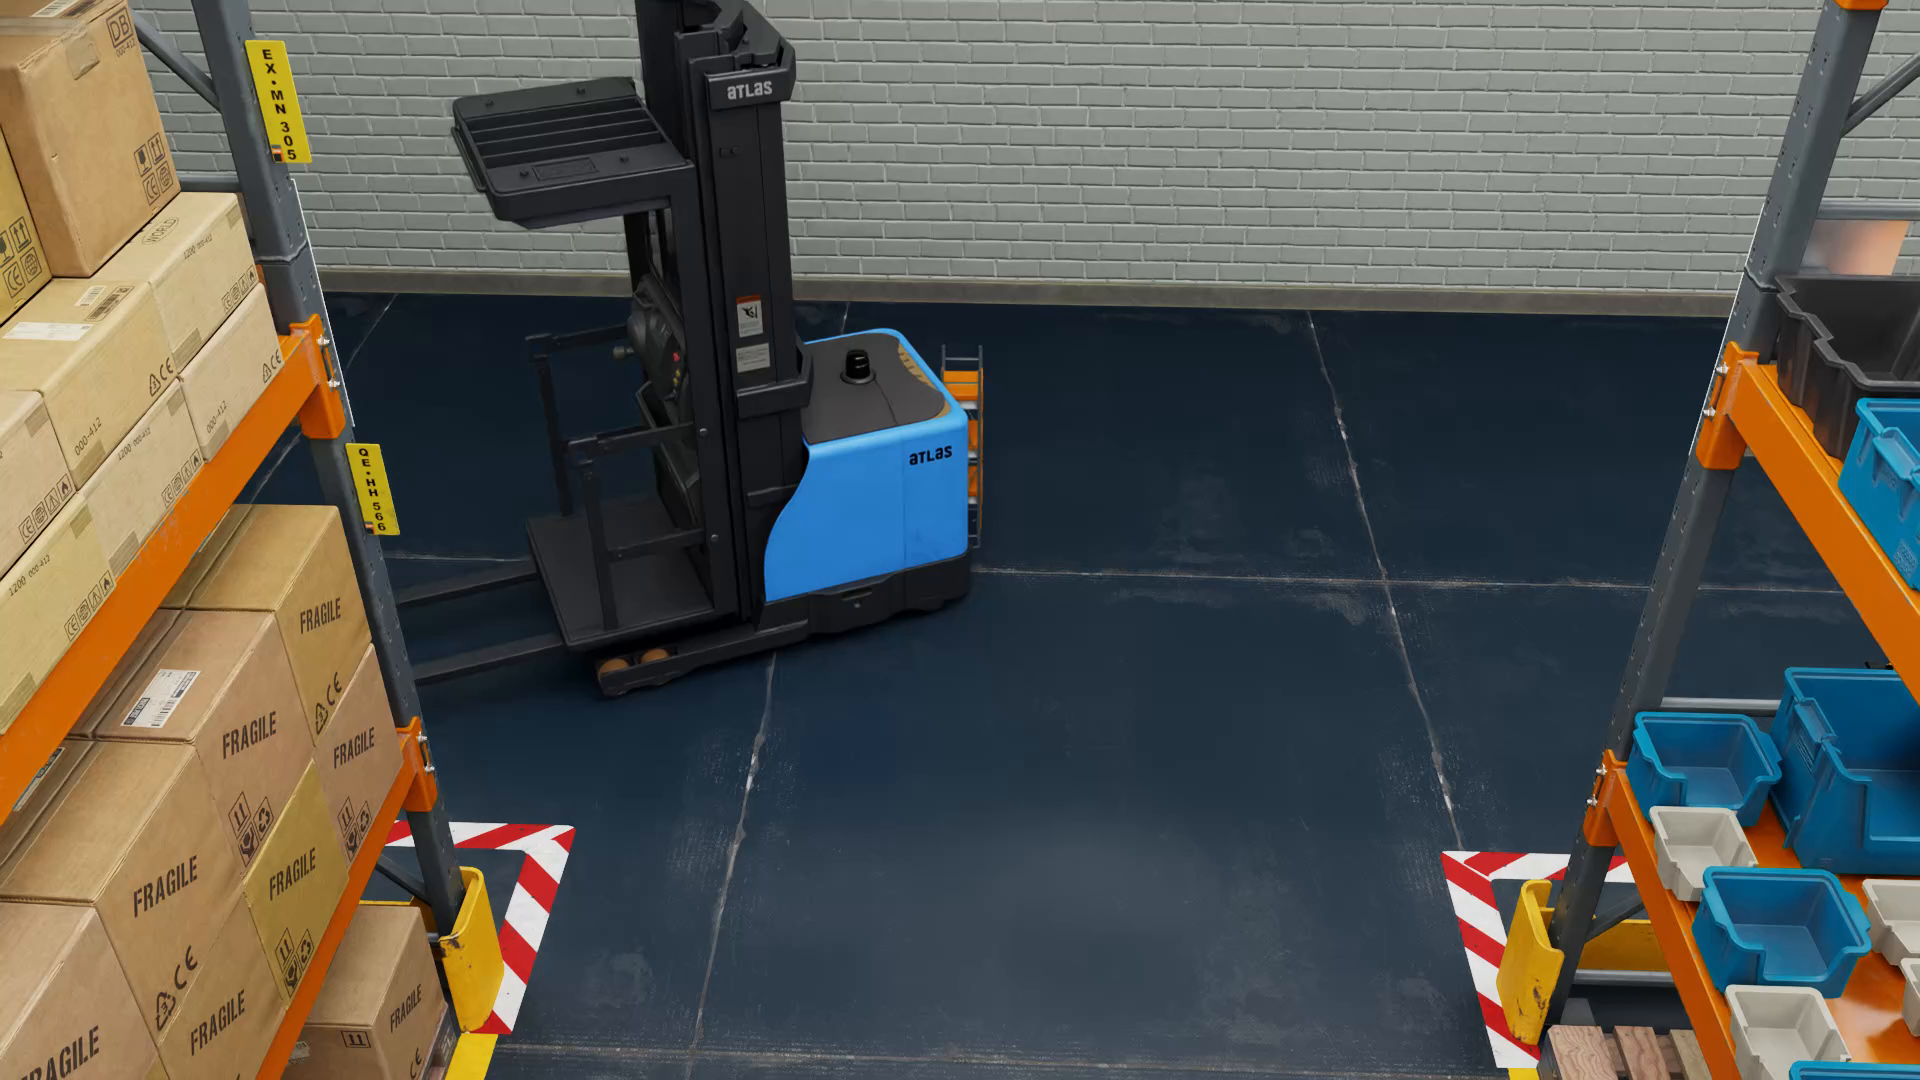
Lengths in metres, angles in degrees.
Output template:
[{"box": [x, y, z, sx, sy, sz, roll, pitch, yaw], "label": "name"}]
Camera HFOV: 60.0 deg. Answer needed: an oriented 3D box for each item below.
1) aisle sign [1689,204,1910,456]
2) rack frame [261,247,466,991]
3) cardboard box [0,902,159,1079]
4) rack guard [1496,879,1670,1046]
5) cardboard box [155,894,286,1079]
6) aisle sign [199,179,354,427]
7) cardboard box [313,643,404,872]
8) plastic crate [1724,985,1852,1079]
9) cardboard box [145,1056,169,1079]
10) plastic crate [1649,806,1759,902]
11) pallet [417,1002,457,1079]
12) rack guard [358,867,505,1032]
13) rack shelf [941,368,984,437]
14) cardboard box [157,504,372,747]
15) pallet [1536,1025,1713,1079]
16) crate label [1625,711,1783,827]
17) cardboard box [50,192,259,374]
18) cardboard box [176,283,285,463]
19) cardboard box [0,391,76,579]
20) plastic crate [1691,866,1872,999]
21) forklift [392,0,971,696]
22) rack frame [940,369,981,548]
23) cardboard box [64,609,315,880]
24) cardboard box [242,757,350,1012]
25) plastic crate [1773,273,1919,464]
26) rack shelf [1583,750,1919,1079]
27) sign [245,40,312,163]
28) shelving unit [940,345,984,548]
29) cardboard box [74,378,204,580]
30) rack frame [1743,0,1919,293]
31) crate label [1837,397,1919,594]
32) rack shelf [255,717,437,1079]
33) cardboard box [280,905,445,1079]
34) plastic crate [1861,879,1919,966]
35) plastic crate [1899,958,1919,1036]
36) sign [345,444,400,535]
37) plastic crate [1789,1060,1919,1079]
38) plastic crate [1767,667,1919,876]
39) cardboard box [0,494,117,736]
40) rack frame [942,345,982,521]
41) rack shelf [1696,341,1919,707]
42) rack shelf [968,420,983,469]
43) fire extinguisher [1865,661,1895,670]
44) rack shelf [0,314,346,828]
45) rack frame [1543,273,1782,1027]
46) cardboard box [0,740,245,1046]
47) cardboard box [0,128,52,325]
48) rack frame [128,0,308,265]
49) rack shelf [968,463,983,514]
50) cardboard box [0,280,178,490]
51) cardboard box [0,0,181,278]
[{"box": [2.330, -0.567, 4.633, 0.394, 0.787, 0.004, 1, 35, 2], "label": "aisle sign"}, {"box": [-2.325, 0.428, 5.478, 1.000, 3.000, 0.127, 1, 35, 2], "label": "rack frame"}, {"box": [-2.124, 1.124, 3.532, 0.500, 0.500, 0.500, 2, 35, 3], "label": "cardboard box"}, {"box": [2.612, 1.553, 6.051, 1.175, 0.500, 0.348, 1, 35, 2], "label": "rack guard"}, {"box": [-2.114, 1.236, 4.242, 0.500, 0.500, 0.500, 2, 35, 2], "label": "cardboard box"}, {"box": [-2.016, -0.667, 4.776, 0.394, 0.787, 0.004, 1, 35, 2], "label": "aisle sign"}, {"box": [-2.071, 0.651, 5.074, 0.500, 0.500, 0.500, 2, 35, 3], "label": "cardboard box"}, {"box": [2.162, 1.334, 4.365, 0.250, 0.136, 0.298, 1, 35, 2], "label": "plastic crate"}, {"box": [-2.134, 1.525, 3.830, 0.500, 0.500, 0.500, 1, 35, 1], "label": "cardboard box"}, {"box": [2.190, 0.945, 4.920, 0.250, 0.136, 0.298, 1, 35, 2], "label": "plastic crate"}, {"box": [-2.359, 2.071, 5.566, 1.003, 0.211, 1.213, 1, 35, 2], "label": "pallet"}, {"box": [-2.328, 1.495, 6.134, 1.175, 0.500, 0.348, 1, 35, 2], "label": "rack guard"}, {"box": [0.008, -0.686, 8.283, 0.215, 0.259, 0.240, 1, 35, 1], "label": "rack shelf"}, {"box": [-2.068, 0.240, 4.788, 0.500, 0.500, 0.500, 1, 35, 1], "label": "cardboard box"}, {"box": [2.552, 2.159, 5.441, 1.003, 0.211, 1.213, 1, 35, 2], "label": "pallet"}, {"box": [2.285, 0.723, 5.152, 0.416, 0.233, 0.303, 1, 35, 2], "label": "crate label"}, {"box": [-2.091, -0.641, 4.086, 0.500, 0.250, 0.500, 1, 35, 2], "label": "cardboard box"}, {"box": [-2.082, -0.436, 4.230, 0.500, 0.250, 0.500, 1, 35, 2], "label": "cardboard box"}, {"box": [-2.135, -0.067, 3.269, 0.500, 0.250, 0.500, 1, 35, 2], "label": "cardboard box"}, {"box": [2.259, 1.101, 4.613, 0.416, 0.233, 0.300, 1, 35, 2], "label": "plastic crate"}, {"box": [-1.515, -0.827, 7.324, 3.031, 2.935, 1.130, -13, 37, -18], "label": "forklift"}, {"box": [0.005, -0.393, 8.341, 0.200, 1.050, 0.008, 1, 35, 1], "label": "rack frame"}, {"box": [-2.088, 0.531, 4.375, 0.500, 0.500, 0.500, 2, 35, 3], "label": "cardboard box"}, {"box": [-2.088, 0.949, 4.650, 0.500, 0.500, 0.500, 2, 35, 2], "label": "cardboard box"}, {"box": [2.330, -0.414, 4.181, 0.497, 0.269, 0.590, 1, 35, 2], "label": "plastic crate"}, {"box": [2.544, 1.988, 3.884, 1.077, 0.370, 4.000, 1, 35, 2], "label": "rack shelf"}, {"box": [-1.771, -1.137, 4.326, 0.100, 0.325, 0.005, 1, 35, 2], "label": "sign"}, {"box": [0.008, -0.463, 8.441, 0.215, 1.050, 0.252, 1, 35, 1], "label": "shelving unit"}, {"box": [-2.113, -0.149, 3.821, 0.500, 0.250, 0.500, 1, 35, 2], "label": "cardboard box"}, {"box": [2.624, -1.910, 3.587, 1.000, 3.000, 0.127, 1, 35, 2], "label": "rack frame"}, {"box": [2.264, -0.099, 3.748, 0.408, 0.251, 0.502, 1, 35, 2], "label": "crate label"}, {"box": [-2.405, 1.872, 4.049, 1.077, 0.370, 4.000, 1, 35, 2], "label": "rack shelf"}, {"box": [-2.101, 1.589, 5.617, 0.500, 0.500, 0.500, 1, 35, 2], "label": "cardboard box"}, {"box": [2.772, 1.101, 4.698, 0.396, 0.136, 0.243, 1, 35, 2], "label": "plastic crate"}, {"box": [2.746, 1.267, 4.461, 0.396, 0.136, 0.243, 1, 35, 2], "label": "plastic crate"}, {"box": [-1.771, -0.150, 5.019, 0.100, 0.325, 0.005, 1, 35, 2], "label": "sign"}, {"box": [2.232, 1.479, 4.075, 0.416, 0.233, 0.300, 1, 35, 2], "label": "plastic crate"}, {"box": [2.797, 0.702, 5.005, 0.616, 0.435, 0.499, 1, 35, 2], "label": "plastic crate"}, {"box": [-2.120, 0.138, 3.412, 0.500, 0.250, 0.500, 1, 35, 2], "label": "cardboard box"}, {"box": [0.011, -0.534, 8.540, 0.200, 1.050, 0.008, 1, 35, 1], "label": "rack frame"}, {"box": [2.544, 0.761, 3.021, 1.077, 0.370, 4.000, 1, 35, 2], "label": "rack shelf"}, {"box": [0.008, -0.455, 8.447, 0.215, 0.259, 0.240, 1, 35, 1], "label": "rack shelf"}, {"box": [3.084, 0.653, 5.550, 0.296, 0.674, 0.183, 1, 35, 2], "label": "fire extinguisher"}, {"box": [-2.405, 0.644, 3.187, 1.077, 0.370, 4.000, 1, 35, 2], "label": "rack shelf"}, {"box": [2.624, 0.545, 5.312, 1.000, 3.000, 0.127, 1, 35, 2], "label": "rack frame"}, {"box": [-2.104, 0.829, 3.951, 0.500, 0.500, 0.500, 2, 35, 3], "label": "cardboard box"}, {"box": [-2.434, -0.668, 3.472, 0.700, 0.500, 0.500, 1, 35, 2], "label": "cardboard box"}, {"box": [-2.325, -2.026, 3.753, 1.000, 3.000, 0.127, 1, 35, 2], "label": "rack frame"}, {"box": [0.009, -0.227, 8.607, 0.215, 0.259, 0.240, 1, 35, 1], "label": "rack shelf"}, {"box": [-2.111, -0.354, 3.677, 0.500, 0.250, 0.500, 1, 35, 2], "label": "cardboard box"}, {"box": [-2.329, -0.953, 3.878, 0.700, 0.500, 0.500, 1, 35, 2], "label": "cardboard box"}]
